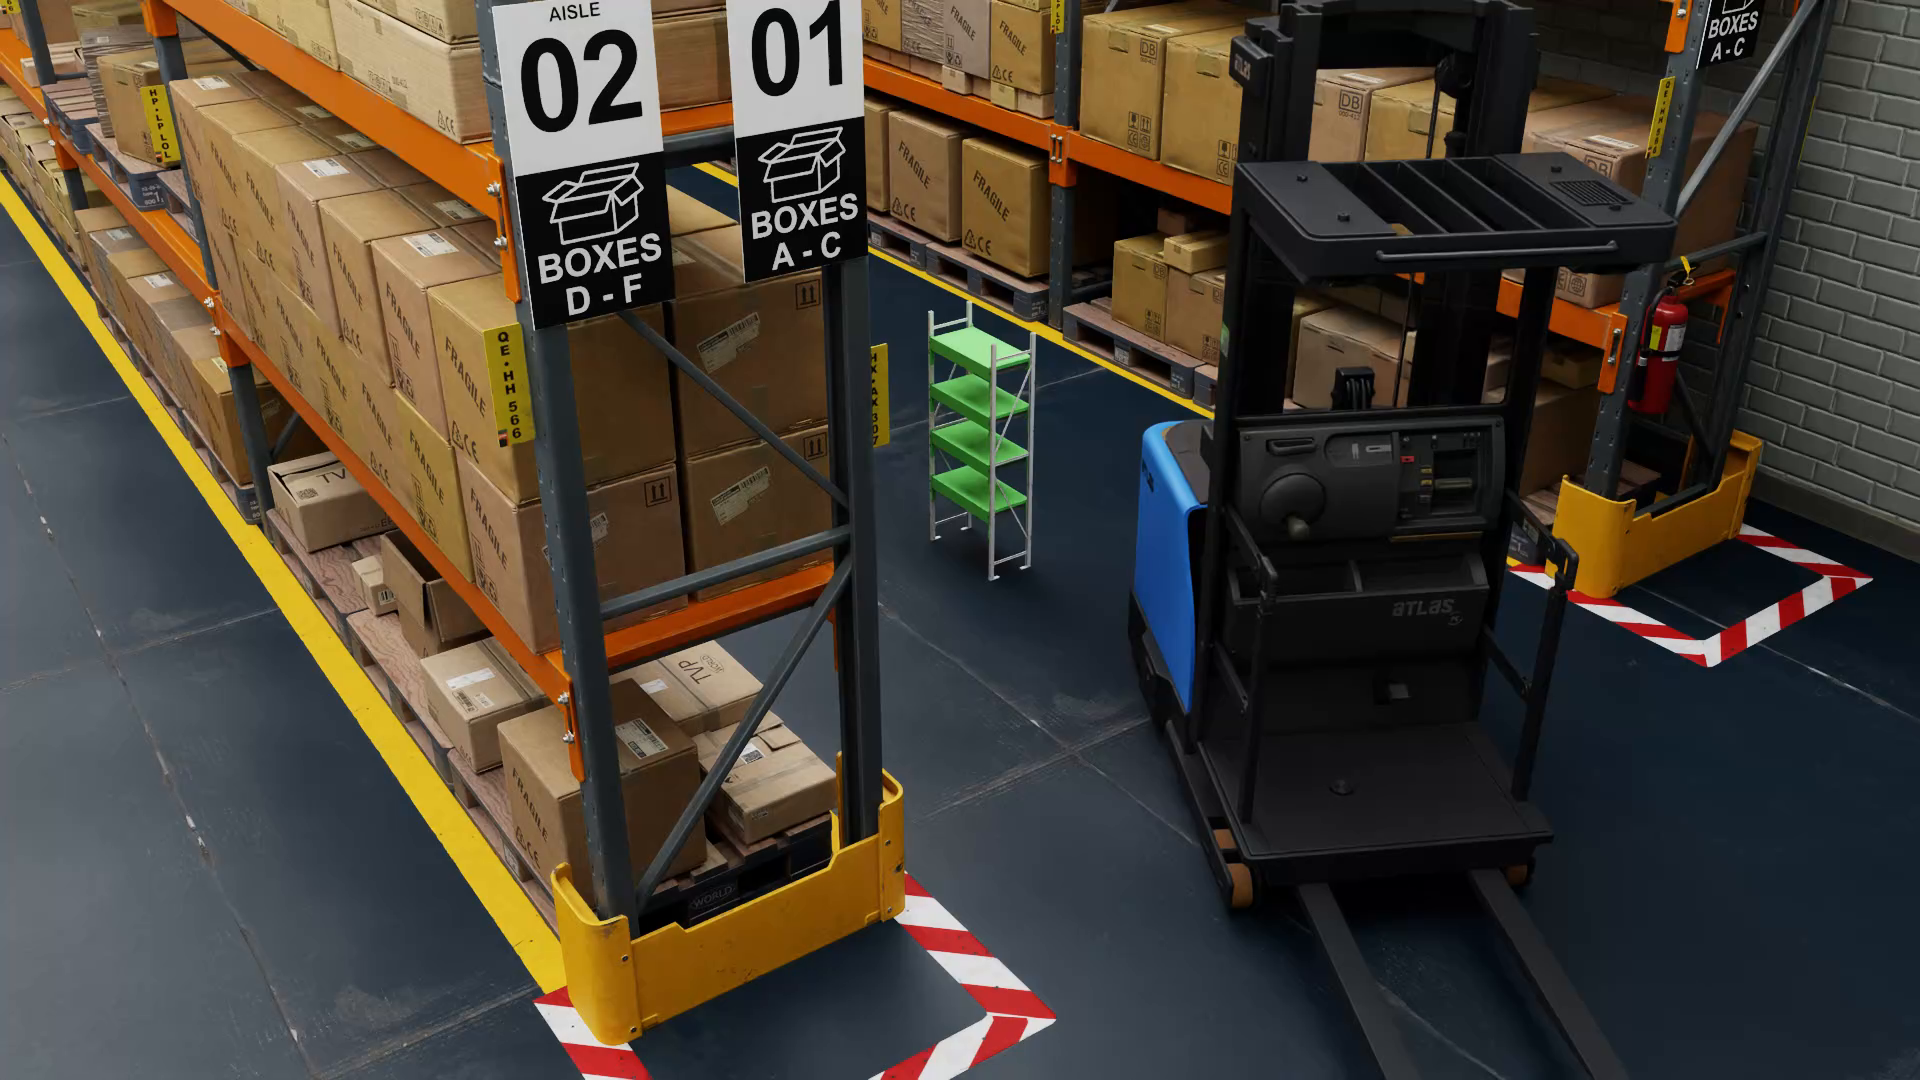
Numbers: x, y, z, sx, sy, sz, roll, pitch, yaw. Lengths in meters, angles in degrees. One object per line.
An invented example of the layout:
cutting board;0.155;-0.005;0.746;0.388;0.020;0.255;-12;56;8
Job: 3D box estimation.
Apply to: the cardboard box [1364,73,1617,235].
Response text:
cardboard box;2.599;-1.876;8.247;0.980;0.700;0.700;-19;34;-31

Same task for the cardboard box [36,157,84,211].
cardboard box;-6.151;-2.564;11.682;0.500;0.311;0.500;-19;34;-31

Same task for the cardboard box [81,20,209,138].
cardboard box;-4.507;-2.612;9.373;0.700;0.500;0.500;-12;31;-21

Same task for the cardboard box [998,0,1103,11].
cardboard box;0.535;-3.448;10.232;0.500;0.250;0.500;-18;33;-29

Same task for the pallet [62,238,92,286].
pallet;-5.785;-2.111;11.917;1.003;0.211;1.213;-19;34;-31

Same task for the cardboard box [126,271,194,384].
cardboard box;-4.406;-1.245;9.558;0.500;0.500;0.500;-20;34;-32

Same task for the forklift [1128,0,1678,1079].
forklift;1.434;-0.166;5.484;1.130;2.935;3.031;-3;29;-6

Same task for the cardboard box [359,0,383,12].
cardboard box;-1.495;-1.691;4.712;0.500;0.250;0.500;-19;34;-31

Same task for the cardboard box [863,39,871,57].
cardboard box;-0.535;-3.593;11.964;0.380;0.149;0.250;-18;33;-30

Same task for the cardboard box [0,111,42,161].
cardboard box;-7.035;-3.157;12.774;0.500;0.311;0.500;-20;34;-32

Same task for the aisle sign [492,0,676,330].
aisle sign;-0.909;-0.927;4.090;0.394;0.787;0.004;-19;34;-31

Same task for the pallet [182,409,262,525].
pallet;-3.522;-0.531;9.007;1.003;0.211;1.213;-19;34;-31

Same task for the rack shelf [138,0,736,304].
rack shelf;-1.859;-1.675;5.803;1.077;0.370;4.000;-19;34;-31

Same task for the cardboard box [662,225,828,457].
cardboard box;-0.742;-0.625;5.105;0.500;0.500;0.500;-18;33;-29

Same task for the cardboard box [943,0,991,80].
cardboard box;0.237;-3.312;10.769;0.500;0.500;0.500;-18;34;-30

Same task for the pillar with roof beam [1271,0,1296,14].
pillar with roof beam;-1.382;-4.236;6.620;9.100;9.000;0.400;-19;34;-31

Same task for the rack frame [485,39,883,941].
rack frame;-0.699;0.104;4.915;1.000;3.000;0.127;-19;34;-31

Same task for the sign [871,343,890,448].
sign;-0.257;-0.427;4.985;0.100;0.325;0.005;-19;34;-31

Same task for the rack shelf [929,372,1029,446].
rack shelf;0.096;-0.618;7.761;0.258;0.148;0.480;-19;34;-31

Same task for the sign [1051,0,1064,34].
sign;0.577;-3.144;9.765;0.100;0.325;0.005;-19;34;-31

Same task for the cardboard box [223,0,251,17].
cardboard box;-2.363;-2.055;5.906;0.500;0.250;0.500;-19;34;-31

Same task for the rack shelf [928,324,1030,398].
rack shelf;0.096;-0.829;7.647;0.258;0.148;0.480;-19;34;-31

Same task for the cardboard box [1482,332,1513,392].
cardboard box;2.624;-0.884;8.234;0.380;0.149;0.250;-19;34;-31

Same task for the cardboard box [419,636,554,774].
cardboard box;-1.742;0.598;6.426;0.500;0.250;0.500;-19;34;-31

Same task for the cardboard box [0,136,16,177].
cardboard box;-7.332;-3.113;13.280;0.500;0.250;0.500;-18;33;-29

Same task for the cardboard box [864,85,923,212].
cardboard box;-0.484;-2.954;12.359;0.750;0.750;0.750;-19;34;-31

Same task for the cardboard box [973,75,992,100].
cardboard box;0.308;-2.980;10.836;0.380;0.149;0.250;-18;33;-29

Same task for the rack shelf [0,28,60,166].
rack shelf;-6.499;-3.467;12.245;1.077;0.370;4.000;-19;34;-31

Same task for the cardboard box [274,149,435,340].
cardboard box;-2.077;-1.072;5.929;0.500;0.500;0.500;-18;33;-29

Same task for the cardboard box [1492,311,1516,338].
cardboard box;2.787;-1.088;8.609;0.380;0.149;0.250;-19;34;-31

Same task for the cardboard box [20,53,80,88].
cardboard box;-6.086;-3.169;11.205;0.380;0.149;0.250;-19;34;-31

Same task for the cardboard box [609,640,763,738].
cardboard box;-1.073;0.635;6.358;0.500;0.250;0.500;-19;34;-31

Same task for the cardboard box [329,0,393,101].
cardboard box;-1.493;-1.472;4.832;0.500;0.250;0.500;-19;34;-31

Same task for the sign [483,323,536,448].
sign;-1.163;-0.398;4.295;0.100;0.325;0.005;-19;34;-31

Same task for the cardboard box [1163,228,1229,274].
cardboard box;1.414;-1.692;9.722;0.380;0.149;0.250;-18;33;-29

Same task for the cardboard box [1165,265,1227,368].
cardboard box;1.653;-1.395;9.854;0.700;0.500;0.500;-19;34;-31

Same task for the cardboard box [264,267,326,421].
cardboard box;-2.358;-0.828;6.527;0.500;0.500;0.500;-19;34;-31

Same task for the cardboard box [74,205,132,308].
cardboard box;-5.308;-1.845;10.662;0.500;0.500;0.500;-17;33;-29

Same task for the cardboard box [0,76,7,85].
cardboard box;-8.387;-4.184;14.467;0.500;0.500;0.500;-19;34;-31

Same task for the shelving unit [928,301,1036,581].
shelving unit;0.096;-0.463;7.845;0.258;1.200;0.503;-19;34;-31

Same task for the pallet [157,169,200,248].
pallet;-3.394;-1.707;8.452;1.003;0.211;1.213;-19;34;-31

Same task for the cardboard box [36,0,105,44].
cardboard box;-6.326;-3.698;11.811;0.500;0.500;0.500;-21;35;-33

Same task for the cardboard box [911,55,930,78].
cardboard box;-0.114;-3.281;11.391;0.380;0.149;0.250;-20;34;-32

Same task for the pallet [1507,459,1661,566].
pallet;2.807;-0.332;8.641;1.003;0.211;1.213;-19;34;-31

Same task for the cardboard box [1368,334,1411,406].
cardboard box;2.556;-0.794;8.748;0.700;0.500;0.500;-19;34;-31

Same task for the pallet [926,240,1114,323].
pallet;0.505;-1.877;11.486;1.003;0.211;1.213;-19;34;-31

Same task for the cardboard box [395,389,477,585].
cardboard box;-1.484;-0.239;5.443;0.500;0.500;0.500;-18;34;-30

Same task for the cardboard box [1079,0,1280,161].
cardboard box;1.315;-2.740;9.838;0.980;0.700;0.700;-18;33;-30

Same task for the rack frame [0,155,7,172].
rack frame;-7.660;-4.561;13.505;1.000;3.000;0.127;-19;34;-31

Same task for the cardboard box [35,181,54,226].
cardboard box;-6.434;-2.515;12.179;0.500;0.250;0.500;-18;33;-30

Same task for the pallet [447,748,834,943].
pallet;-1.206;0.990;6.206;1.003;0.211;1.213;-19;34;-31

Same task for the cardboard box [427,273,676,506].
cardboard box;-1.181;-0.476;4.831;0.500;0.500;0.500;-19;34;-31

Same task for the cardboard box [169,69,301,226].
cardboard box;-2.975;-1.673;7.036;0.500;0.500;0.500;-18;33;-29

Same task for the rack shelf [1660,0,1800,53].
rack shelf;2.174;-3.048;8.331;1.077;0.370;4.000;-19;34;-31

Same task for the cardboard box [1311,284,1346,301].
cardboard box;2.199;-1.482;9.335;0.380;0.149;0.250;-19;34;-31

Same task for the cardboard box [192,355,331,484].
cardboard box;-3.539;-0.658;8.477;0.500;0.500;0.500;-19;34;-31
